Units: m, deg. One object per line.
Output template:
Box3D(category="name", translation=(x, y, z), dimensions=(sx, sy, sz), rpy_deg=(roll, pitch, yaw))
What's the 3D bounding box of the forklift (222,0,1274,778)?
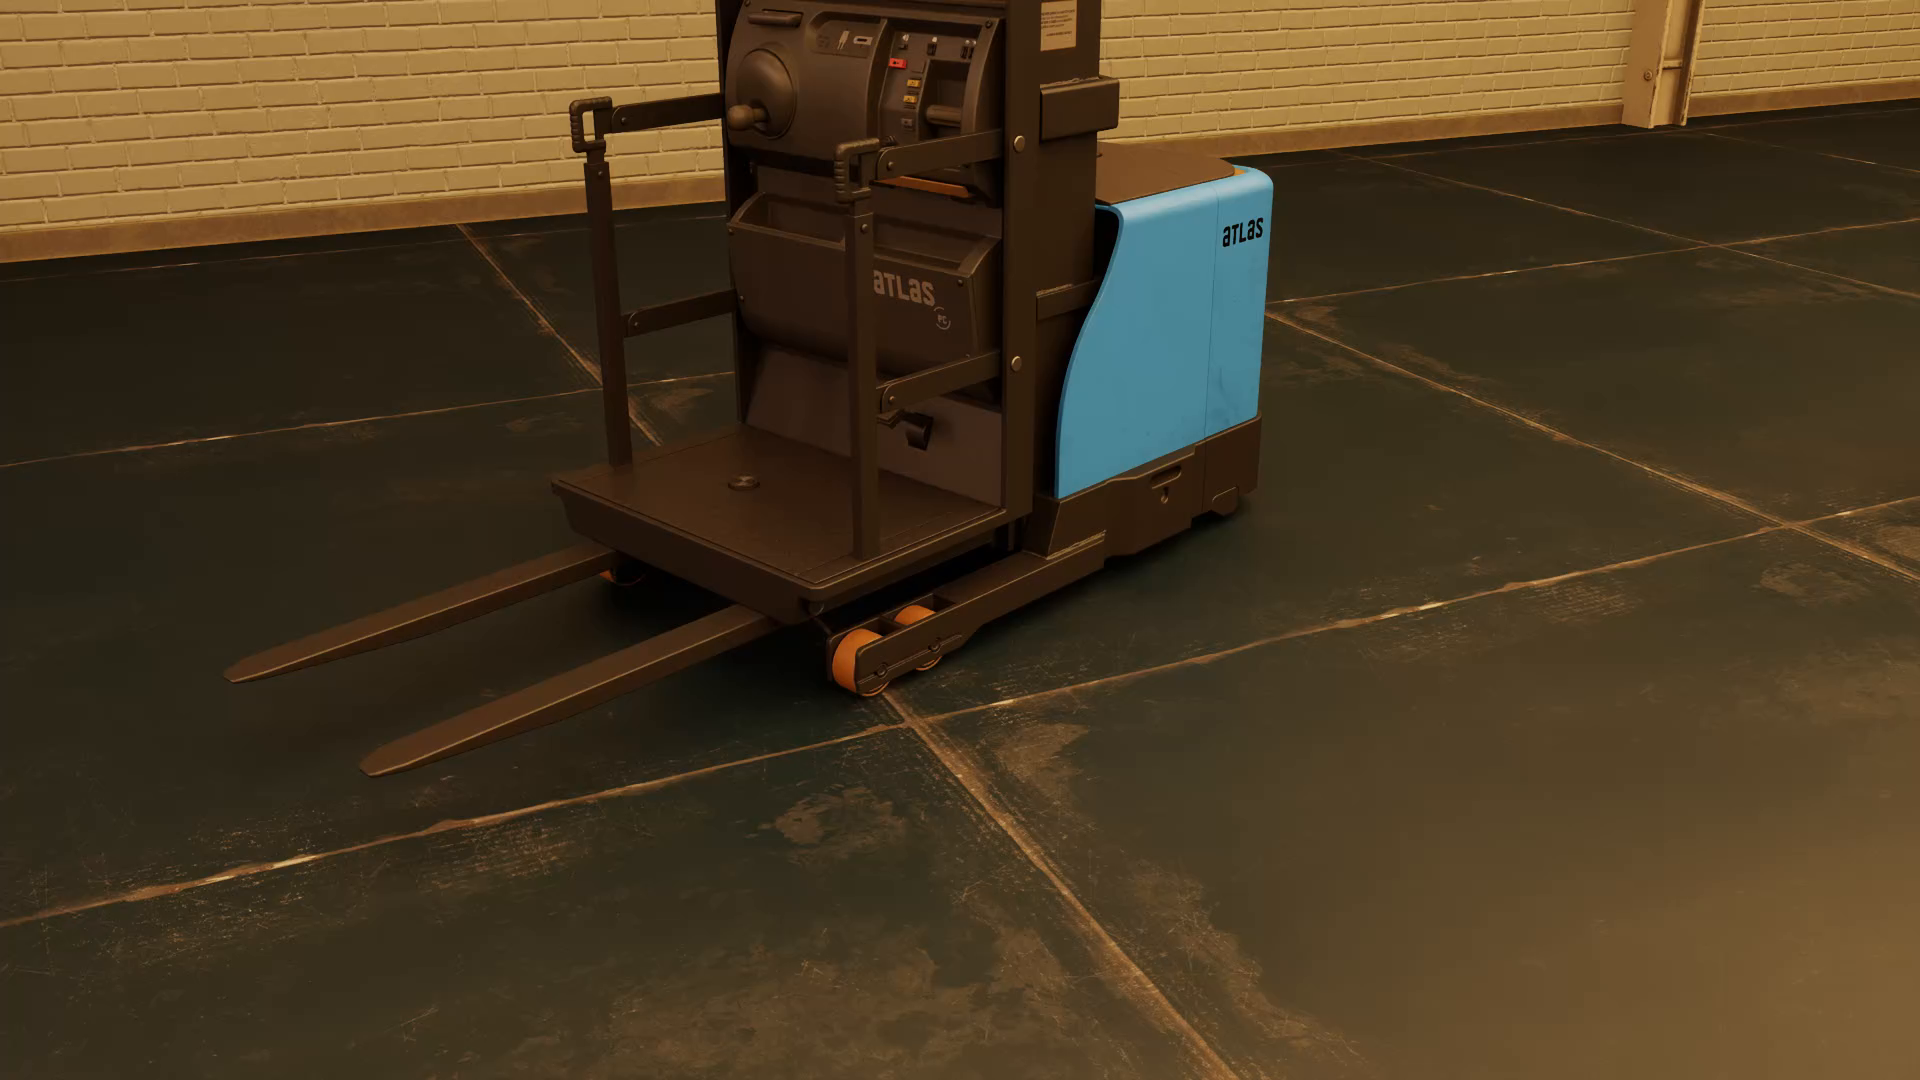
Box3D(category="forklift", translation=(-0.413, -1.182, 4.131), dimensions=(1.130, 2.935, 3.031), rpy_deg=(19, 29, 39))
